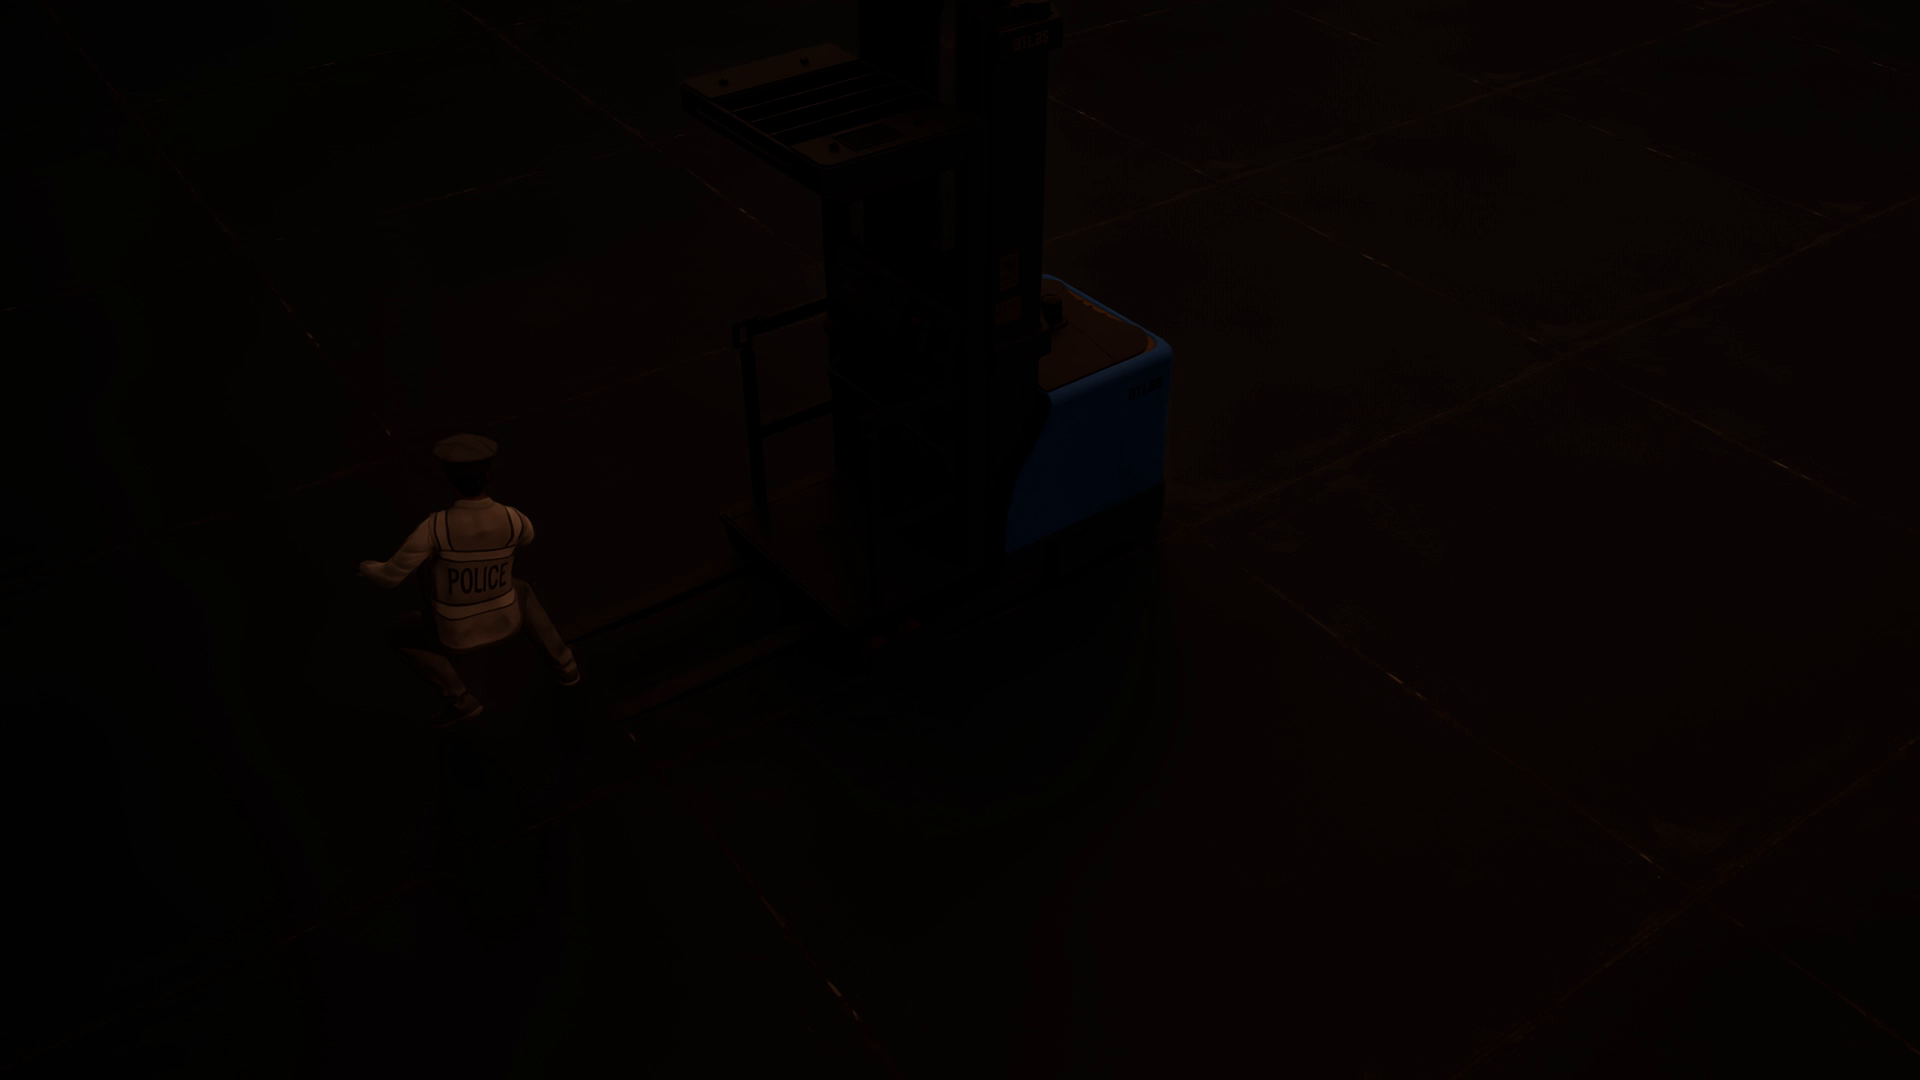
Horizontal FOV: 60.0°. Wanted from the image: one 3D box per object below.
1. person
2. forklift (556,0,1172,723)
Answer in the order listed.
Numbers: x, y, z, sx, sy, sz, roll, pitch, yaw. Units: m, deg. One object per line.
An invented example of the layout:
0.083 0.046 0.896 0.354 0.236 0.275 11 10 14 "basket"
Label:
-2.047 0.163 6.903 0.799 1.426 0.716 -21 41 -26 "person"
-0.457 -0.935 7.209 3.031 2.935 1.130 -24 43 -29 "forklift"
